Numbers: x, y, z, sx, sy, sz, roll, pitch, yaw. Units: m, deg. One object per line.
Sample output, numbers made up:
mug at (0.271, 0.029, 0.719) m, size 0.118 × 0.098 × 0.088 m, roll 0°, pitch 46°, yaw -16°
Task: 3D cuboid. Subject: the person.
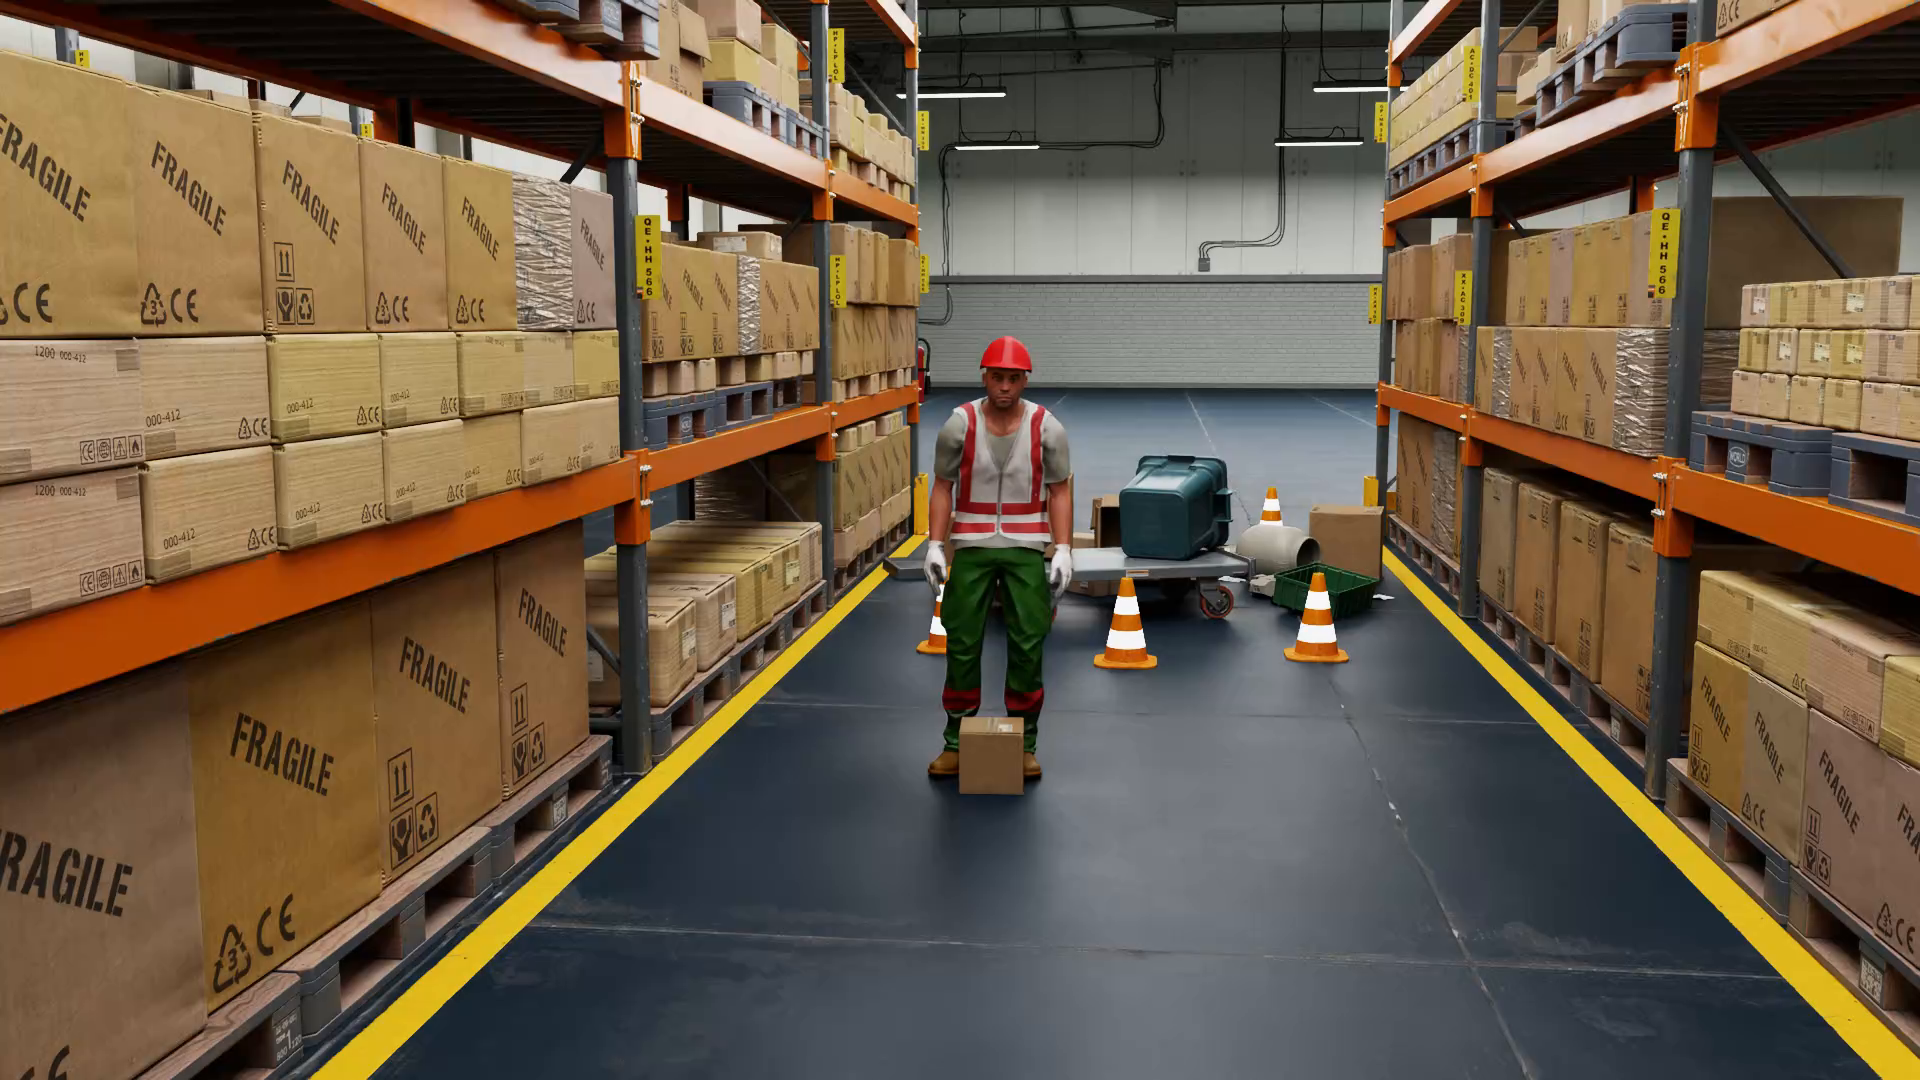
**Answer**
person at (0.157, 0.069, 6.714) m, size 0.610 × 1.777 × 0.452 m, roll 0°, pitch 8°, yaw 3°
